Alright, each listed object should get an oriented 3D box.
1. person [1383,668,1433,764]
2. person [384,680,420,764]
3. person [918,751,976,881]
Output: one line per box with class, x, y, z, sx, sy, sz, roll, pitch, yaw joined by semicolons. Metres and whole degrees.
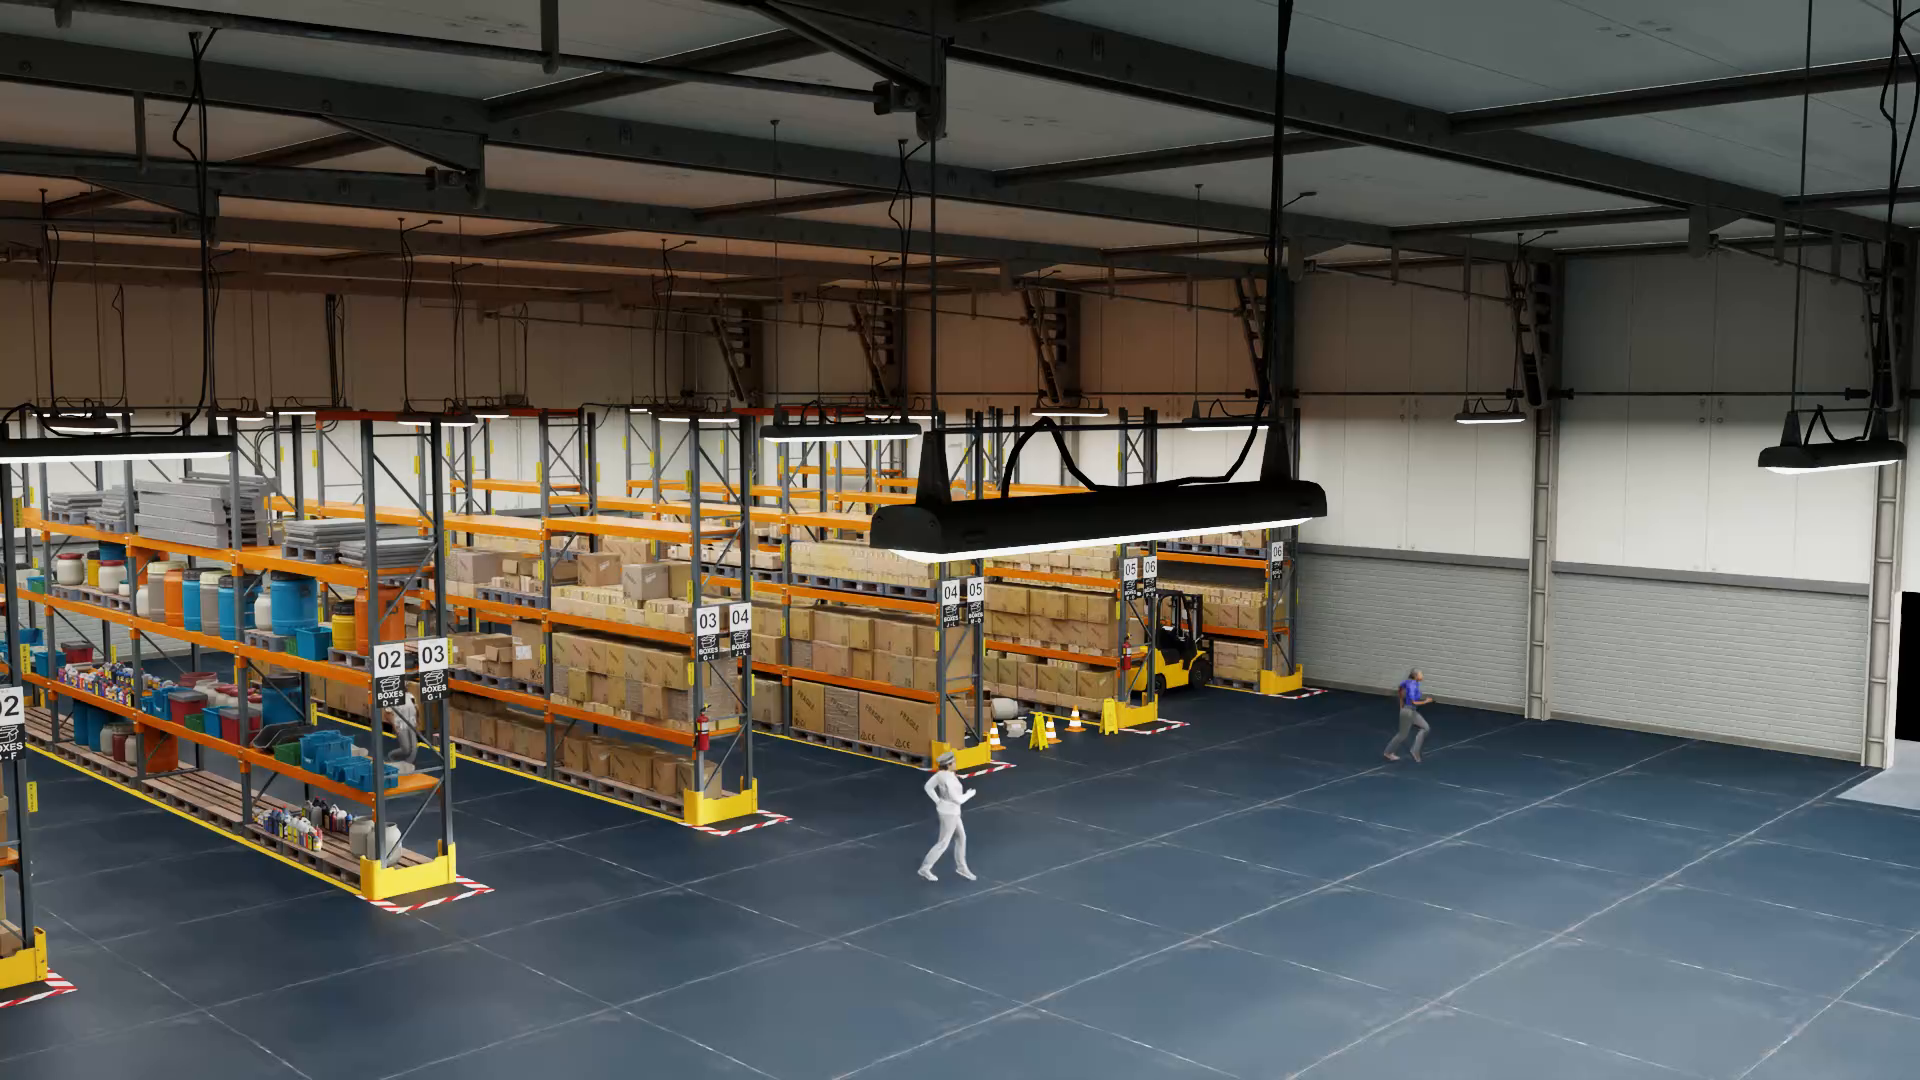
person;7.665;2.999;28.413;0.815;1.662;0.601;2;5;18
person;-9.175;3.088;27.450;0.558;1.662;0.583;4;7;39
person;-0.167;3.575;21.444;0.808;1.735;0.586;-1;5;-13
